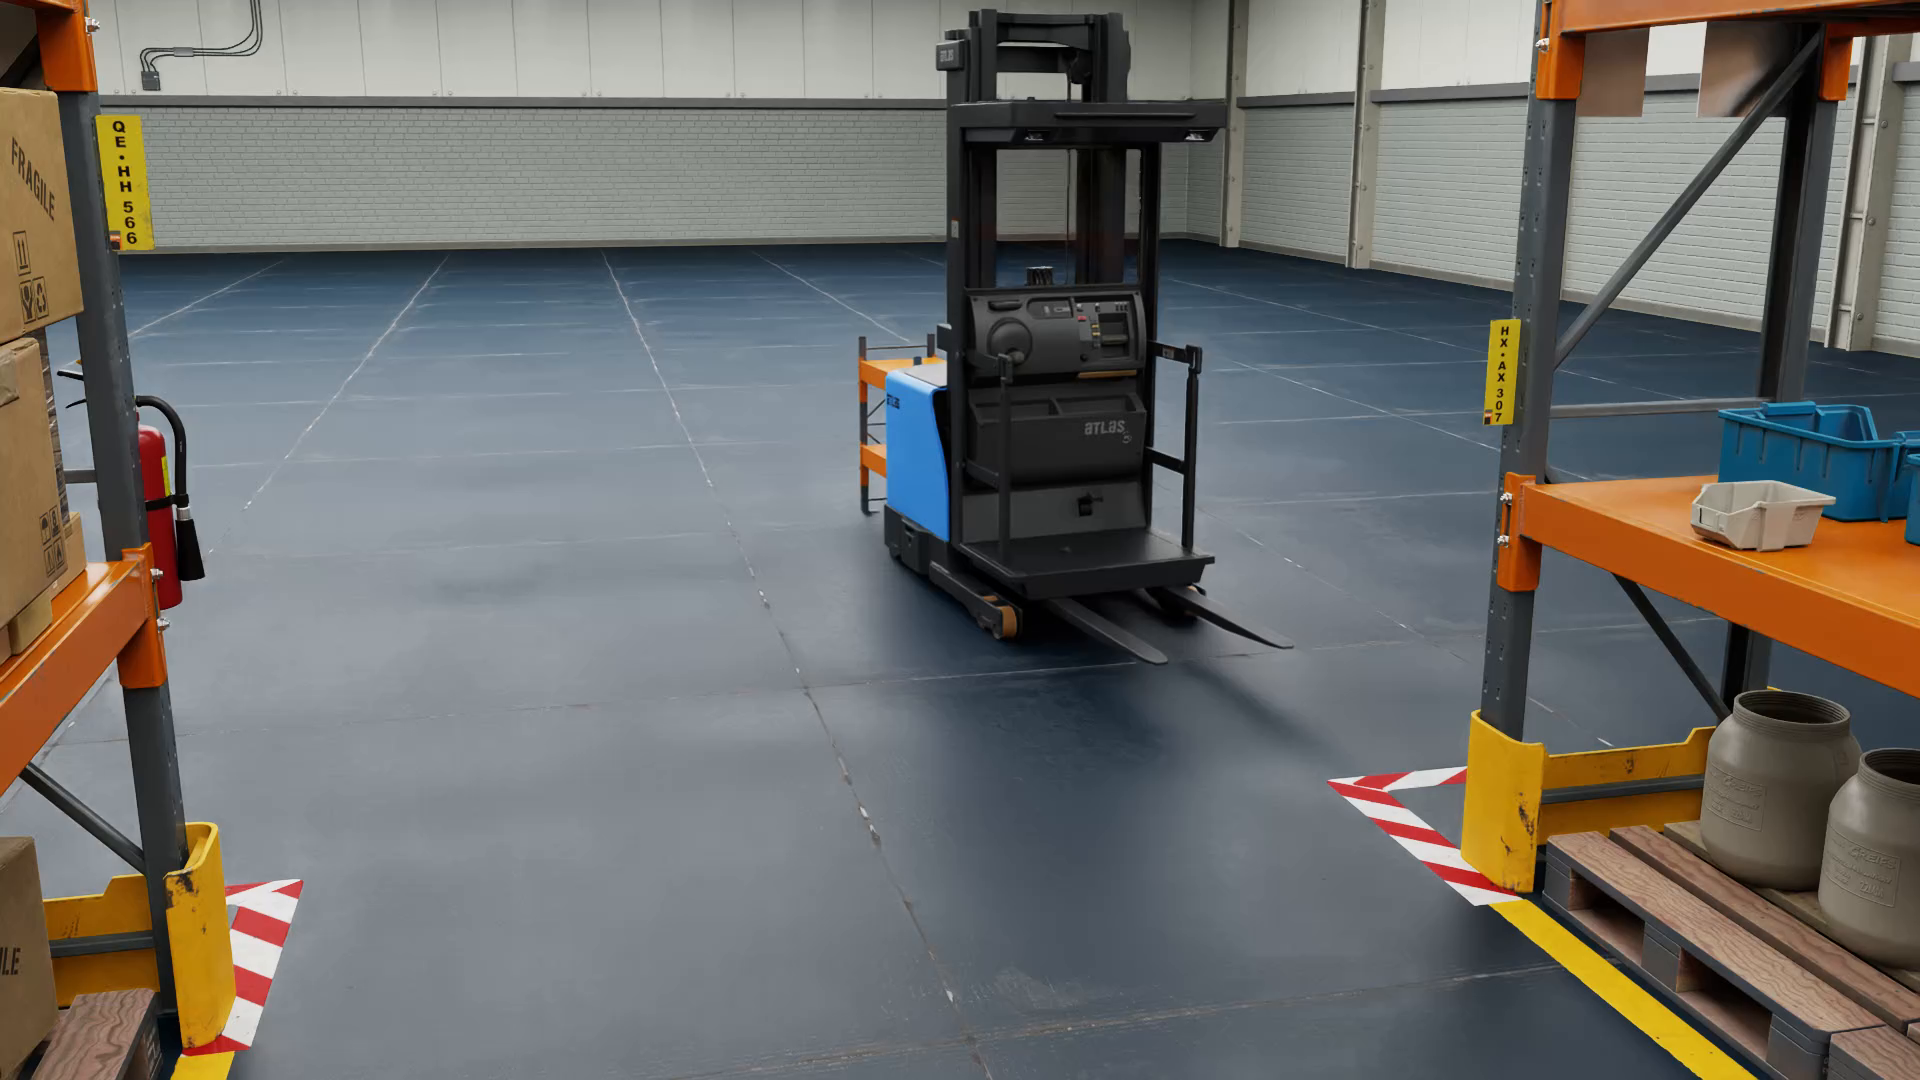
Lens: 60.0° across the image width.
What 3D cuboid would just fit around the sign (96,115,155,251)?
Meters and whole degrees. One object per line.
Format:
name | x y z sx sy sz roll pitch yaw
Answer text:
sign | -2.058 -0.880 4.102 0.100 0.325 0.005 -3 14 -13

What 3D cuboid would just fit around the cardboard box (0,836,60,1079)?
cardboard box | -2.472 1.018 3.822 0.500 0.500 0.500 -1 14 -3

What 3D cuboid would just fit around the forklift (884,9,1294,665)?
forklift | 0.574 -1.057 8.079 1.130 2.935 3.031 -5 15 -21

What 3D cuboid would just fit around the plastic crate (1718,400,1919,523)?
plastic crate | 2.621 -0.242 4.912 0.499 0.251 0.616 -3 14 -13

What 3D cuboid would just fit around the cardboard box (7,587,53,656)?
cardboard box | -2.168 0.151 3.516 0.380 0.149 0.250 -3 14 -13

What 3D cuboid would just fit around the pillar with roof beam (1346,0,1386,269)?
pillar with roof beam | 3.026 -9.063 28.064 9.100 9.000 0.400 -3 14 -13

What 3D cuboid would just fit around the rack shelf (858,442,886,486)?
rack shelf | -0.214 -0.396 10.208 0.538 0.278 1.000 -5 15 -21

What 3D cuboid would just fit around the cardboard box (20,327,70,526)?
cardboard box | -2.500 -0.202 3.596 0.875 0.500 0.500 -3 14 -13

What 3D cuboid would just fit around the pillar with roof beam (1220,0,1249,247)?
pillar with roof beam | 1.617 -10.447 33.729 9.100 9.000 0.400 -3 14 -13

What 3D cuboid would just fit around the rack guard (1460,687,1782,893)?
rack guard | 2.276 0.816 5.535 1.175 0.500 0.348 -3 14 -13

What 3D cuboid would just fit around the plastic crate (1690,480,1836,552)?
plastic crate | 2.110 -0.061 4.412 0.298 0.136 0.250 -3 14 -13

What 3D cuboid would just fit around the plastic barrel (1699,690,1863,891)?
plastic barrel | 2.441 0.739 4.940 0.421 0.512 0.421 0 14 0

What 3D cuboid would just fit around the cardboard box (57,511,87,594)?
cardboard box | -2.334 0.039 3.977 0.380 0.149 0.250 -3 14 -13

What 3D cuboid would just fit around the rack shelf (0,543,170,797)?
rack shelf | -2.132 0.674 2.366 1.077 0.370 4.000 -3 14 -13

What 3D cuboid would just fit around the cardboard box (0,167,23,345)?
cardboard box | -2.110 -0.588 3.069 0.500 0.500 0.500 -3 14 -13

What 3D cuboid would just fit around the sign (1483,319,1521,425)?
sign | 1.677 -0.518 5.145 0.100 0.325 0.005 -3 14 -13

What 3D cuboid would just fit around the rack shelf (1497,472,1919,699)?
rack shelf | 2.682 0.397 3.496 1.077 0.370 4.000 -3 14 -13

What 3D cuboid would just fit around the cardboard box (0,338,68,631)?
cardboard box | -2.265 -0.093 3.151 0.875 0.500 0.500 -3 14 -13

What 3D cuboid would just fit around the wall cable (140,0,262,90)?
wall cable | -14.992 -11.863 32.356 2.305 6.003 0.169 -3 14 -13

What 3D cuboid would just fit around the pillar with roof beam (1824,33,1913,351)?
pillar with roof beam | 5.845 -6.295 16.732 9.100 9.000 0.400 -3 14 -13

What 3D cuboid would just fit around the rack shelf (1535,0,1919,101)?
rack shelf | 2.682 -1.060 3.140 1.077 0.370 4.000 -3 14 -13

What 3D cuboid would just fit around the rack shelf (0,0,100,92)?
rack shelf | -2.132 -0.784 2.010 1.077 0.370 4.000 -3 14 -13

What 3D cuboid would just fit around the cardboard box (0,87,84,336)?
cardboard box | -2.233 -0.703 3.540 0.500 0.500 0.500 -3 14 -13

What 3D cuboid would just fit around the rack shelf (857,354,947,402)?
rack shelf | -0.214 -0.918 10.080 0.538 0.278 1.000 -5 15 -21

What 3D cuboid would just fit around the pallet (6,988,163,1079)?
pallet | -2.428 1.424 3.653 1.003 0.211 1.213 -3 14 -13

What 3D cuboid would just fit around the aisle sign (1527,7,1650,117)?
aisle sign | 1.911 -1.677 4.992 0.394 0.787 0.004 -3 14 -13

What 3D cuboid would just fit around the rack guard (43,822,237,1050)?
rack guard | -2.584 1.094 4.394 1.175 0.500 0.348 -3 14 -13

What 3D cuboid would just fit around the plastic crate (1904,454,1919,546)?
plastic crate | 2.768 -0.092 4.298 0.499 0.251 0.408 -3 14 -13

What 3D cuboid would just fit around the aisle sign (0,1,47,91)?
aisle sign | -2.325 -1.431 3.987 0.394 0.787 0.004 -3 14 -13

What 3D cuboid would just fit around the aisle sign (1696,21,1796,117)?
aisle sign | 2.484 -1.709 5.126 0.394 0.787 0.004 -3 14 -13

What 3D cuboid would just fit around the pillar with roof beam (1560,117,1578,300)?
pillar with roof beam | 4.436 -7.679 22.398 9.100 9.000 0.400 -3 14 -13

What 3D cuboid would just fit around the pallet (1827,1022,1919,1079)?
pallet | 2.745 1.425 3.651 1.003 0.211 1.213 -3 14 -13

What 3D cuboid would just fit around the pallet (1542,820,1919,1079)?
pallet | 2.462 1.144 4.801 1.003 0.211 1.213 -3 14 -13

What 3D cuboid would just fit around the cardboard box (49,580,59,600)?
cardboard box | -2.276 0.097 3.741 0.380 0.149 0.250 -3 14 -13

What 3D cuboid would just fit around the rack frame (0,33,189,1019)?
rack frame | -2.602 -0.137 4.169 1.000 3.000 0.127 -3 14 -13

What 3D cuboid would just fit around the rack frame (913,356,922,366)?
rack frame | -0.030 -0.521 9.689 0.500 1.125 0.032 -5 15 -21

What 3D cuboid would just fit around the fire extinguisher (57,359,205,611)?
fire extinguisher | -2.181 -0.152 4.391 0.296 0.674 0.183 -3 14 -13

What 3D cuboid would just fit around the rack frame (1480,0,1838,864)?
rack frame | 2.212 -0.413 5.299 1.000 3.000 0.127 -3 14 -13

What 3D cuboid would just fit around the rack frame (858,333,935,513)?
rack frame | -0.399 -0.746 10.610 0.500 1.125 0.032 -5 15 -21

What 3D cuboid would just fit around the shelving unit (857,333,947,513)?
shelving unit | -0.214 -0.633 10.149 0.538 1.125 1.048 -5 15 -21

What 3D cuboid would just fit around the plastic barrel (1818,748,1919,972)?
plastic barrel | 2.559 0.854 4.467 0.421 0.512 0.421 0 14 0

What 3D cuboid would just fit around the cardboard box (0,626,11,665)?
cardboard box | -2.124 0.210 3.277 0.380 0.149 0.250 -3 14 -13
